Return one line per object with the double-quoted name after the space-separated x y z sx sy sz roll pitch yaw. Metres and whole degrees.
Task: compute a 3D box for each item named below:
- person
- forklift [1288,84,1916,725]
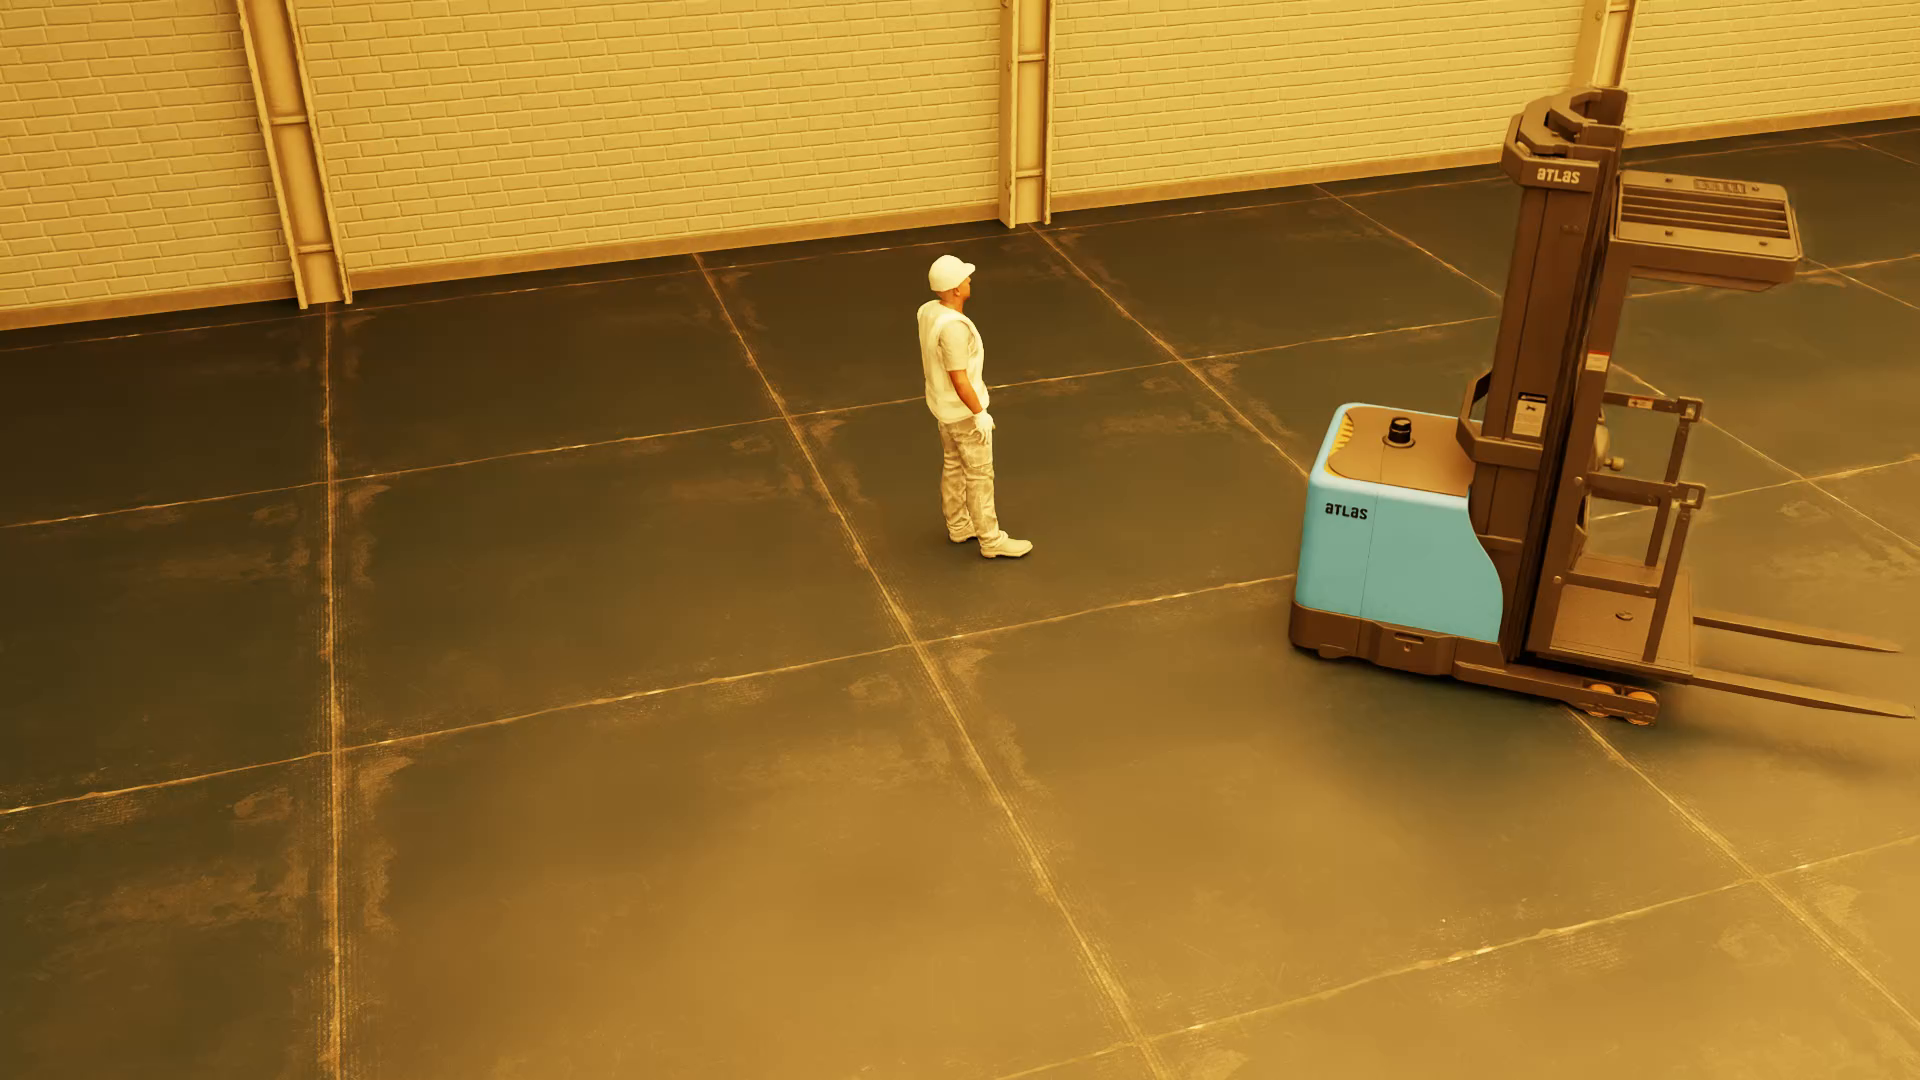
0.071 -0.786 9.591 0.577 1.781 0.656 -10 31 -16 "person"
3.343 -0.635 8.191 3.031 2.935 1.130 10 32 18 "forklift"
